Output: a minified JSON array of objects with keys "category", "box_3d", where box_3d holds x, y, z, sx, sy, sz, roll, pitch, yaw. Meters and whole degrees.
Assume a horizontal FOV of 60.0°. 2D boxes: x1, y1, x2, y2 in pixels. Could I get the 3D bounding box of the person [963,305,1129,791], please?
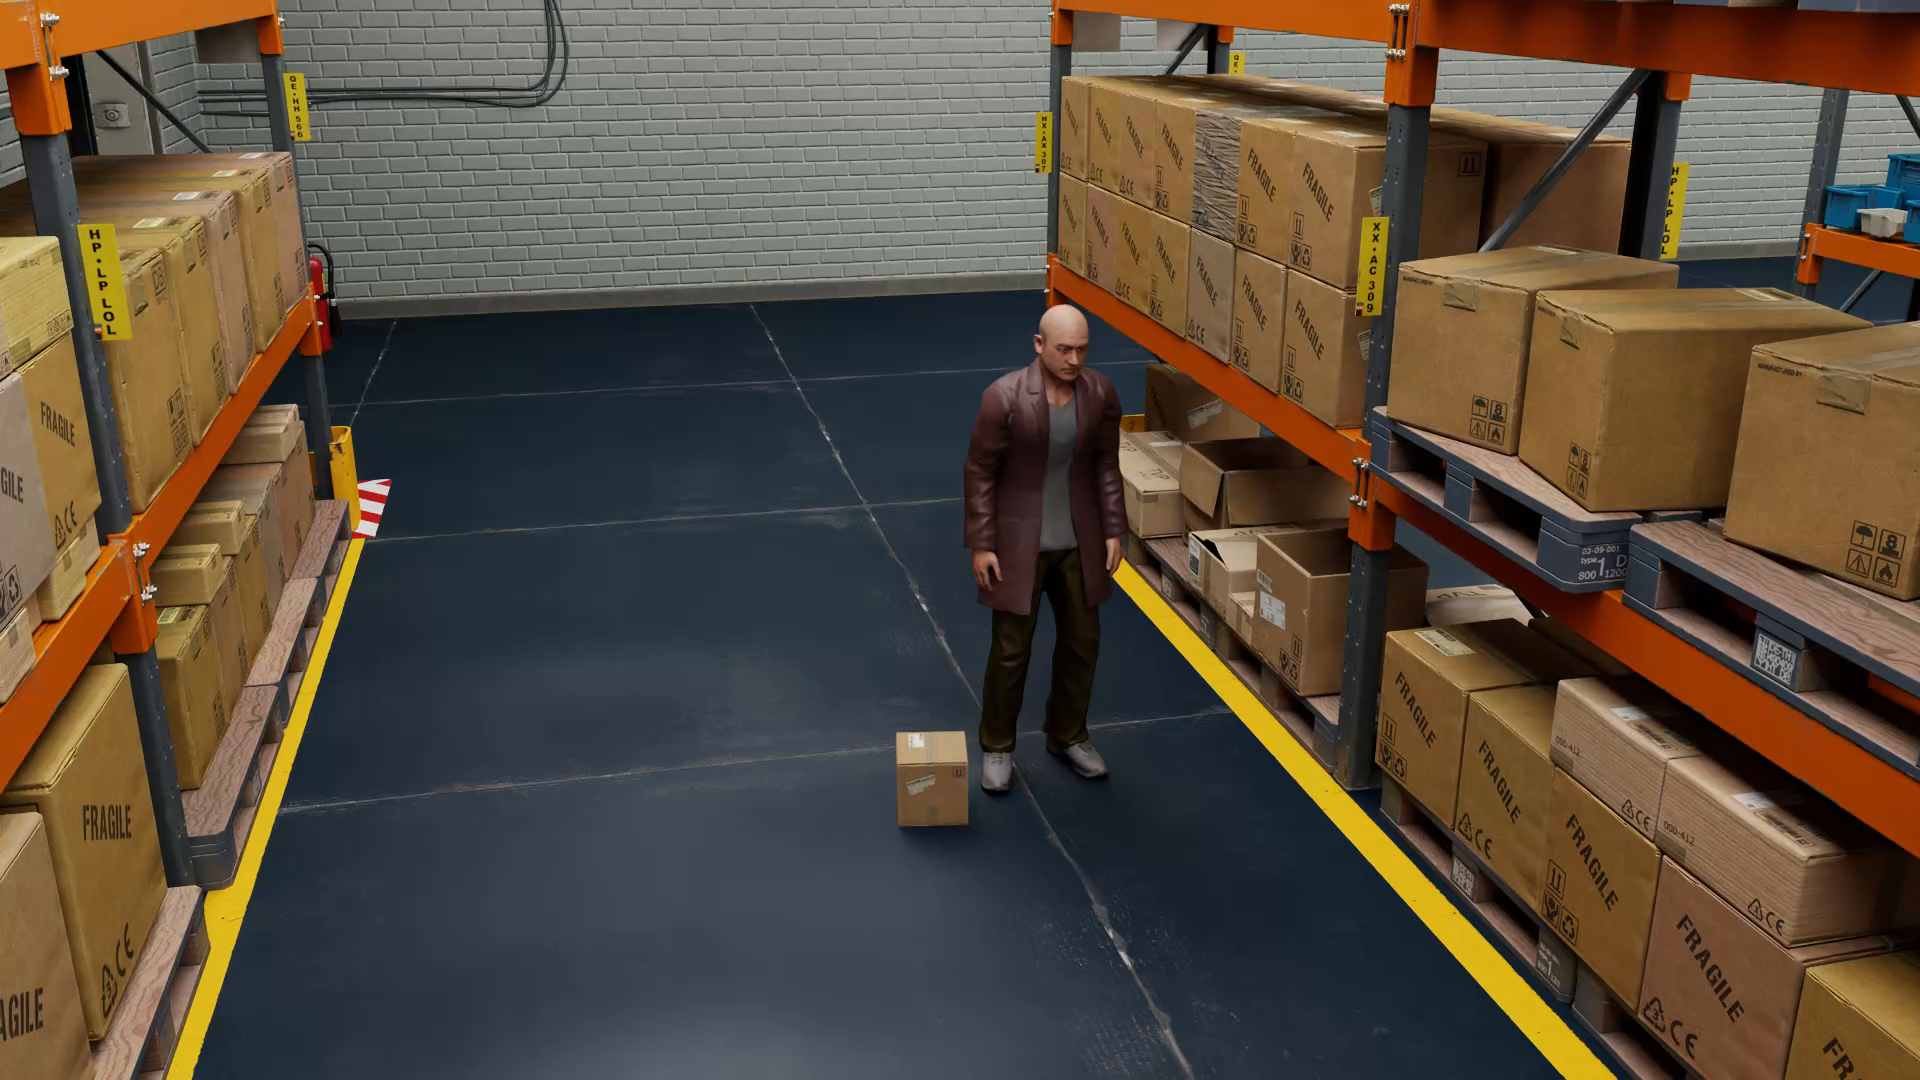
[{"category":"person","box_3d":[0.320,0.016,6.048,0.641,1.772,0.432,-6,20,-18]}]
